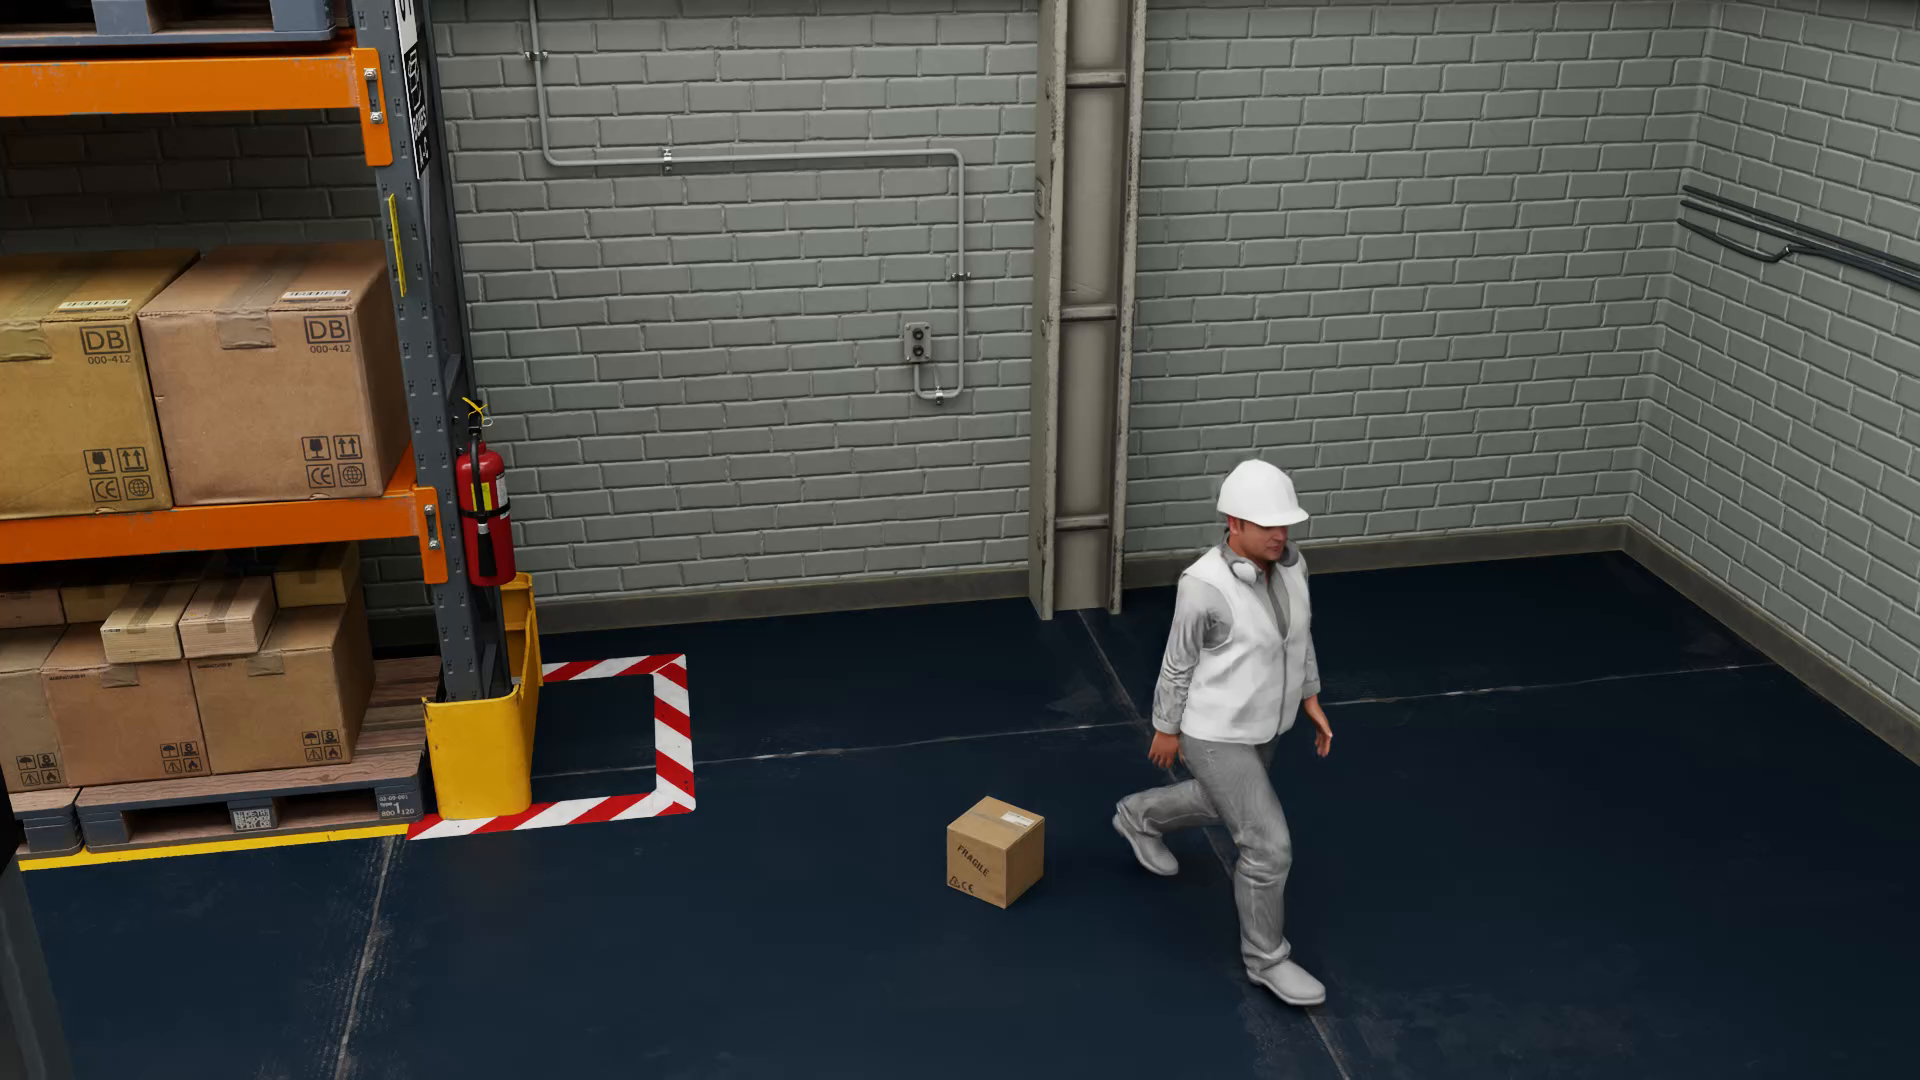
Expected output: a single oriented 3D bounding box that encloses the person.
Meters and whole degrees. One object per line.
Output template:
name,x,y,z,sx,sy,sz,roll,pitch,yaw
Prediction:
person,0.850,0.538,5.302,1.012,1.730,0.542,21,31,40
